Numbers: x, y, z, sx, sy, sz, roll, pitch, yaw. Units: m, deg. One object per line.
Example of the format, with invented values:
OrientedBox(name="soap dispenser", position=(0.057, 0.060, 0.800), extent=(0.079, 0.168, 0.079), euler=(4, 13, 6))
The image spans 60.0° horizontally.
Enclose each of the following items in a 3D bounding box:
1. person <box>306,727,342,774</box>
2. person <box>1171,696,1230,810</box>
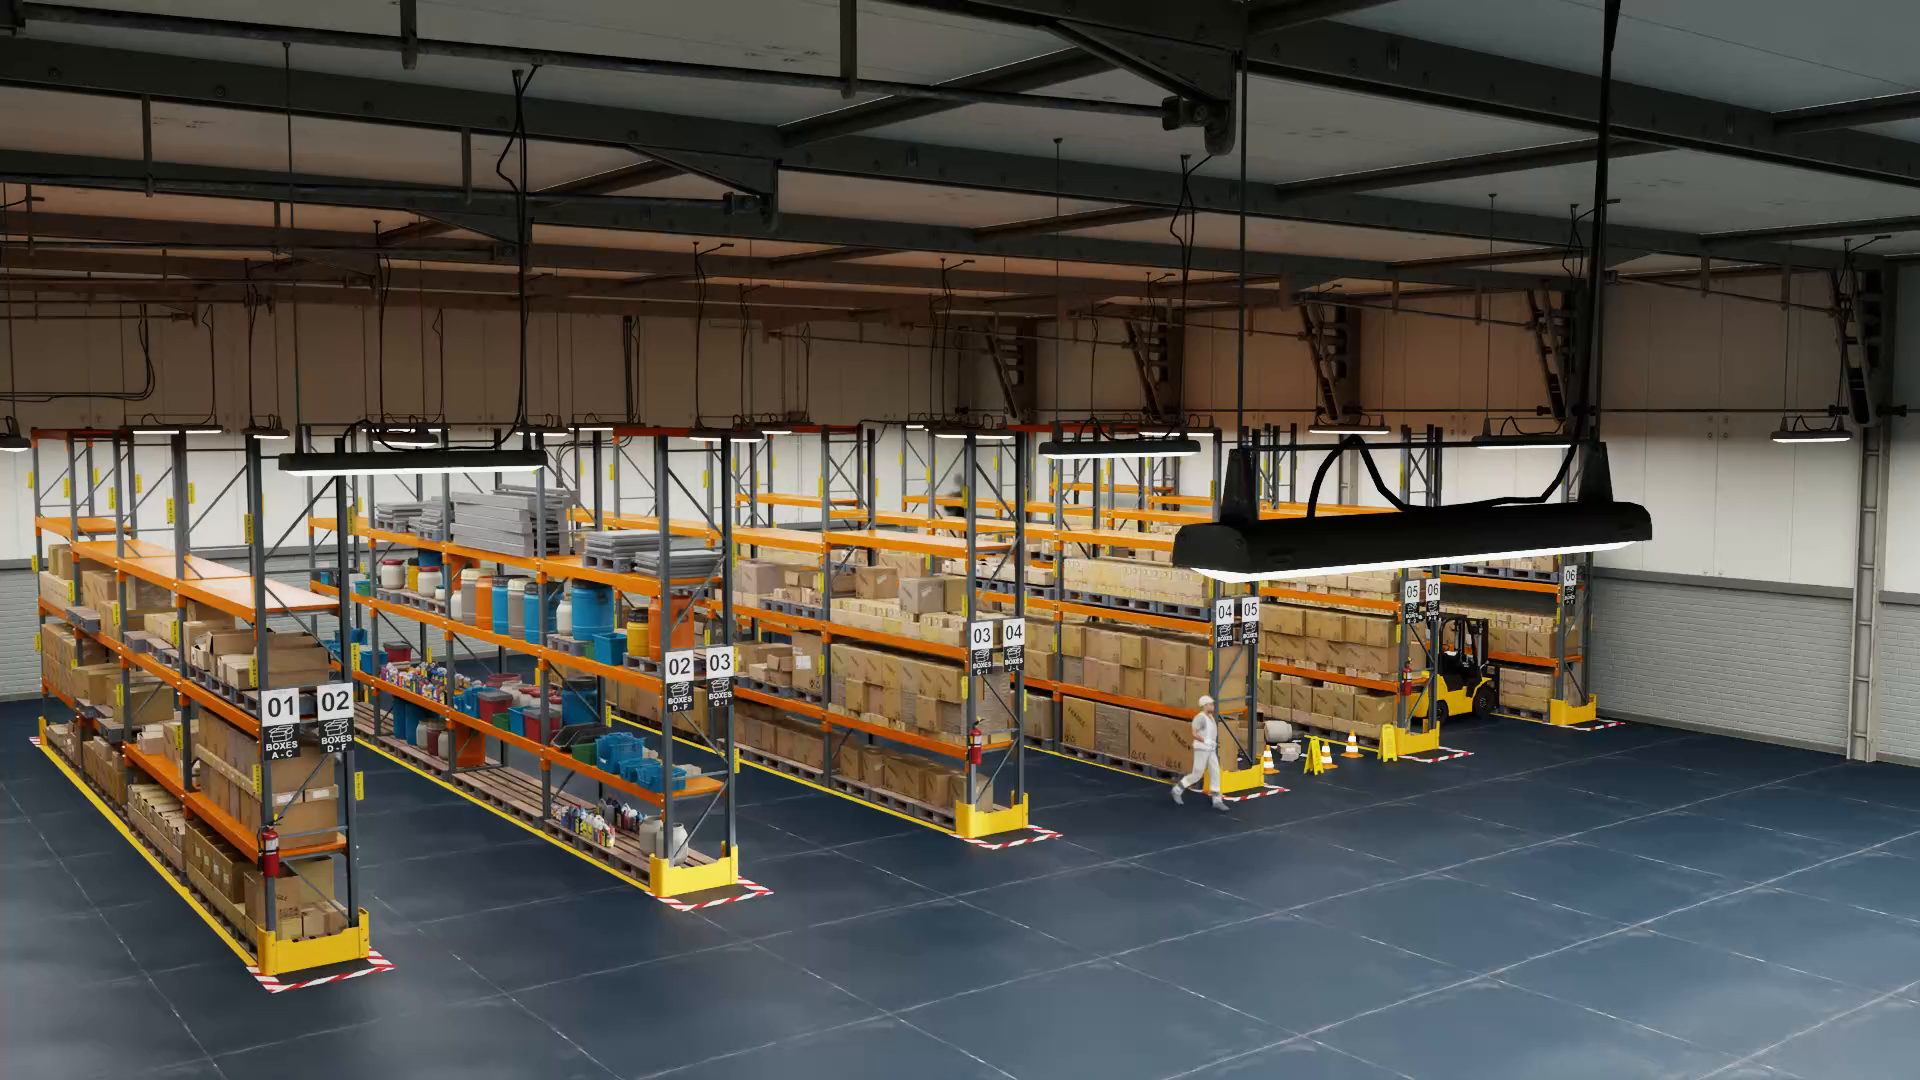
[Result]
OrientedBox(name="person", position=(-10.461, 3.295, 27.423), extent=(0.662, 1.767, 0.633), euler=(-4, 6, -45))
OrientedBox(name="person", position=(3.915, 3.359, 26.449), extent=(0.985, 1.756, 0.717), euler=(3, 5, 34))
